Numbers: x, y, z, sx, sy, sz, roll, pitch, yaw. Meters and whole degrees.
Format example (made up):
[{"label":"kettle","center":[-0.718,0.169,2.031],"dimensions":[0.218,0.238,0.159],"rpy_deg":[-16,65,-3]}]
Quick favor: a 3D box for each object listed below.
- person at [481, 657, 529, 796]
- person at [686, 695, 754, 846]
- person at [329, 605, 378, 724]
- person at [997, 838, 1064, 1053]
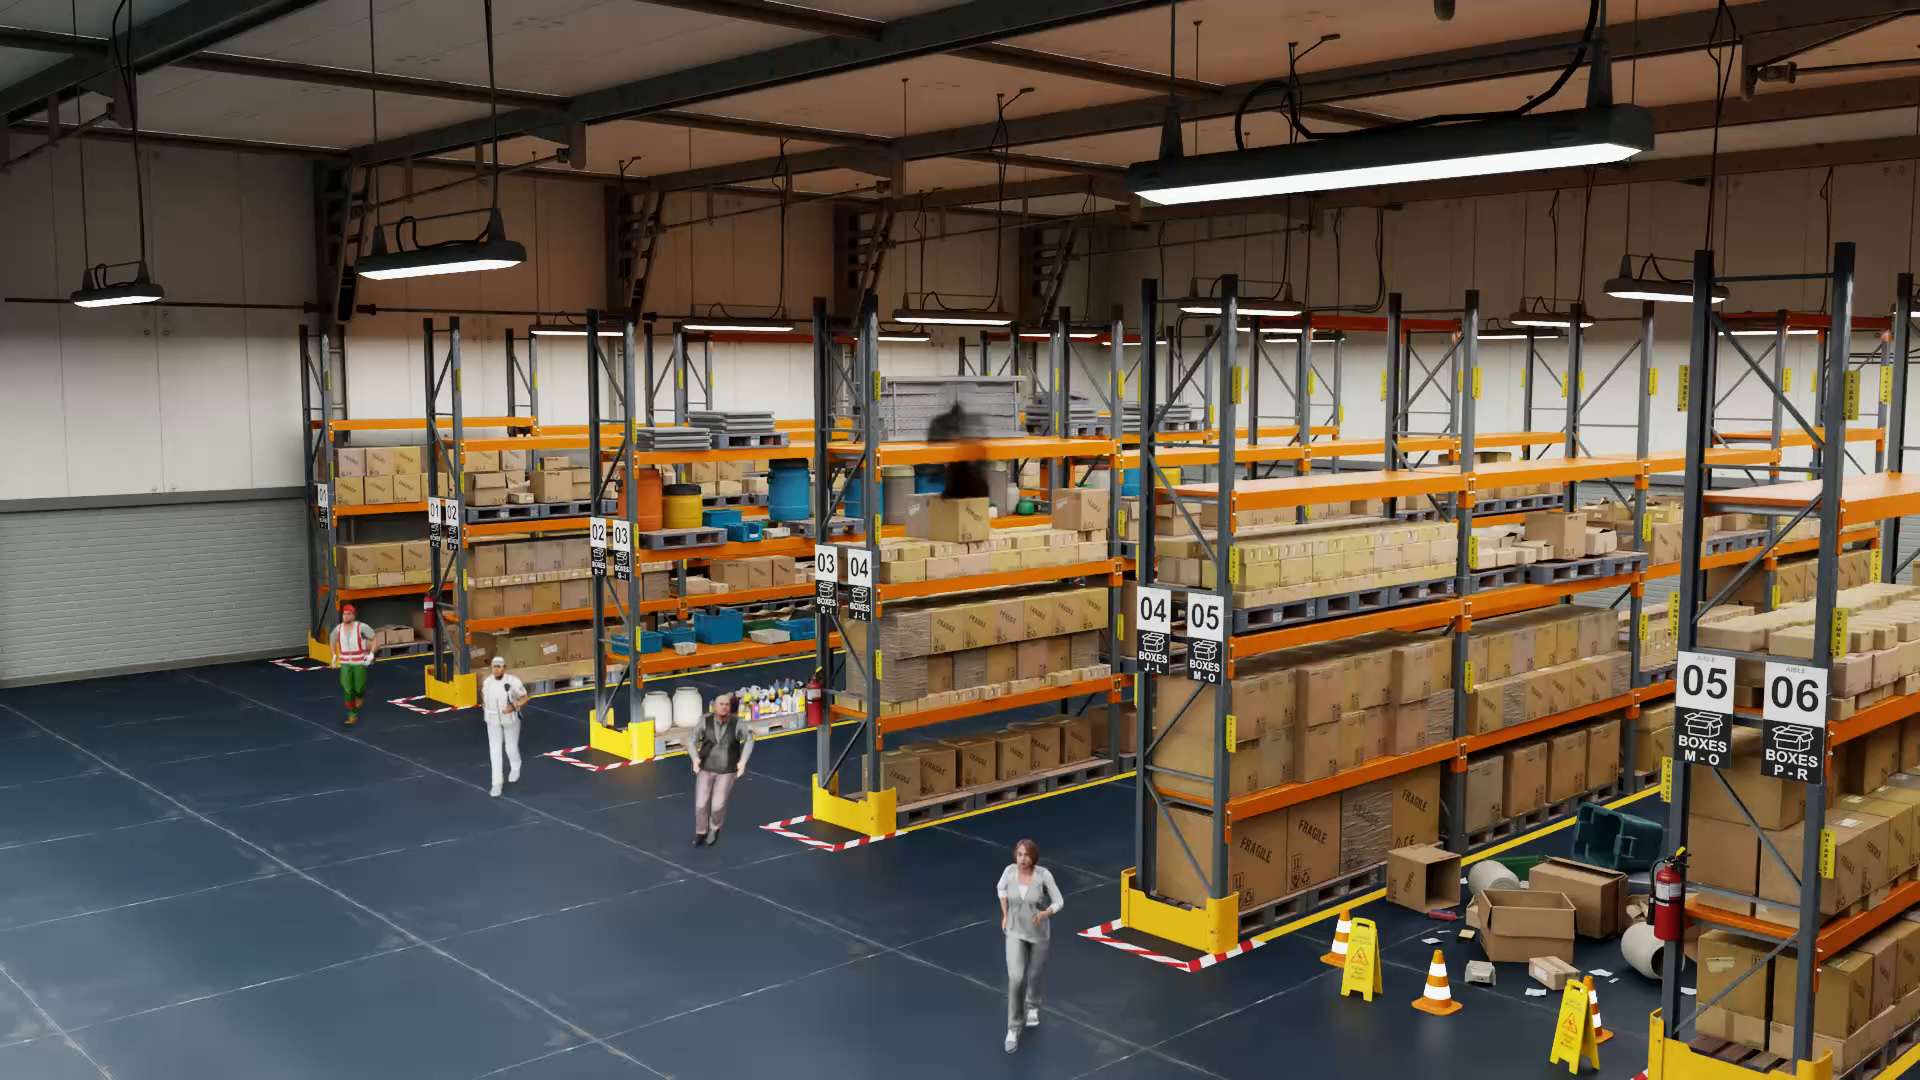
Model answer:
[{"label":"person","center":[-5.607,2.240,20.477],"dimensions":[0.602,1.653,0.907],"rpy_deg":[0,6,-3]},{"label":"person","center":[-2.617,2.512,18.046],"dimensions":[0.715,1.663,0.584],"rpy_deg":[0,6,2]},{"label":"person","center":[-8.966,1.815,24.610],"dimensions":[0.680,1.755,0.670],"rpy_deg":[-1,6,-8]},{"label":"person","center":[0.537,3.081,12.816],"dimensions":[0.527,1.634,0.722],"rpy_deg":[1,6,6]}]
